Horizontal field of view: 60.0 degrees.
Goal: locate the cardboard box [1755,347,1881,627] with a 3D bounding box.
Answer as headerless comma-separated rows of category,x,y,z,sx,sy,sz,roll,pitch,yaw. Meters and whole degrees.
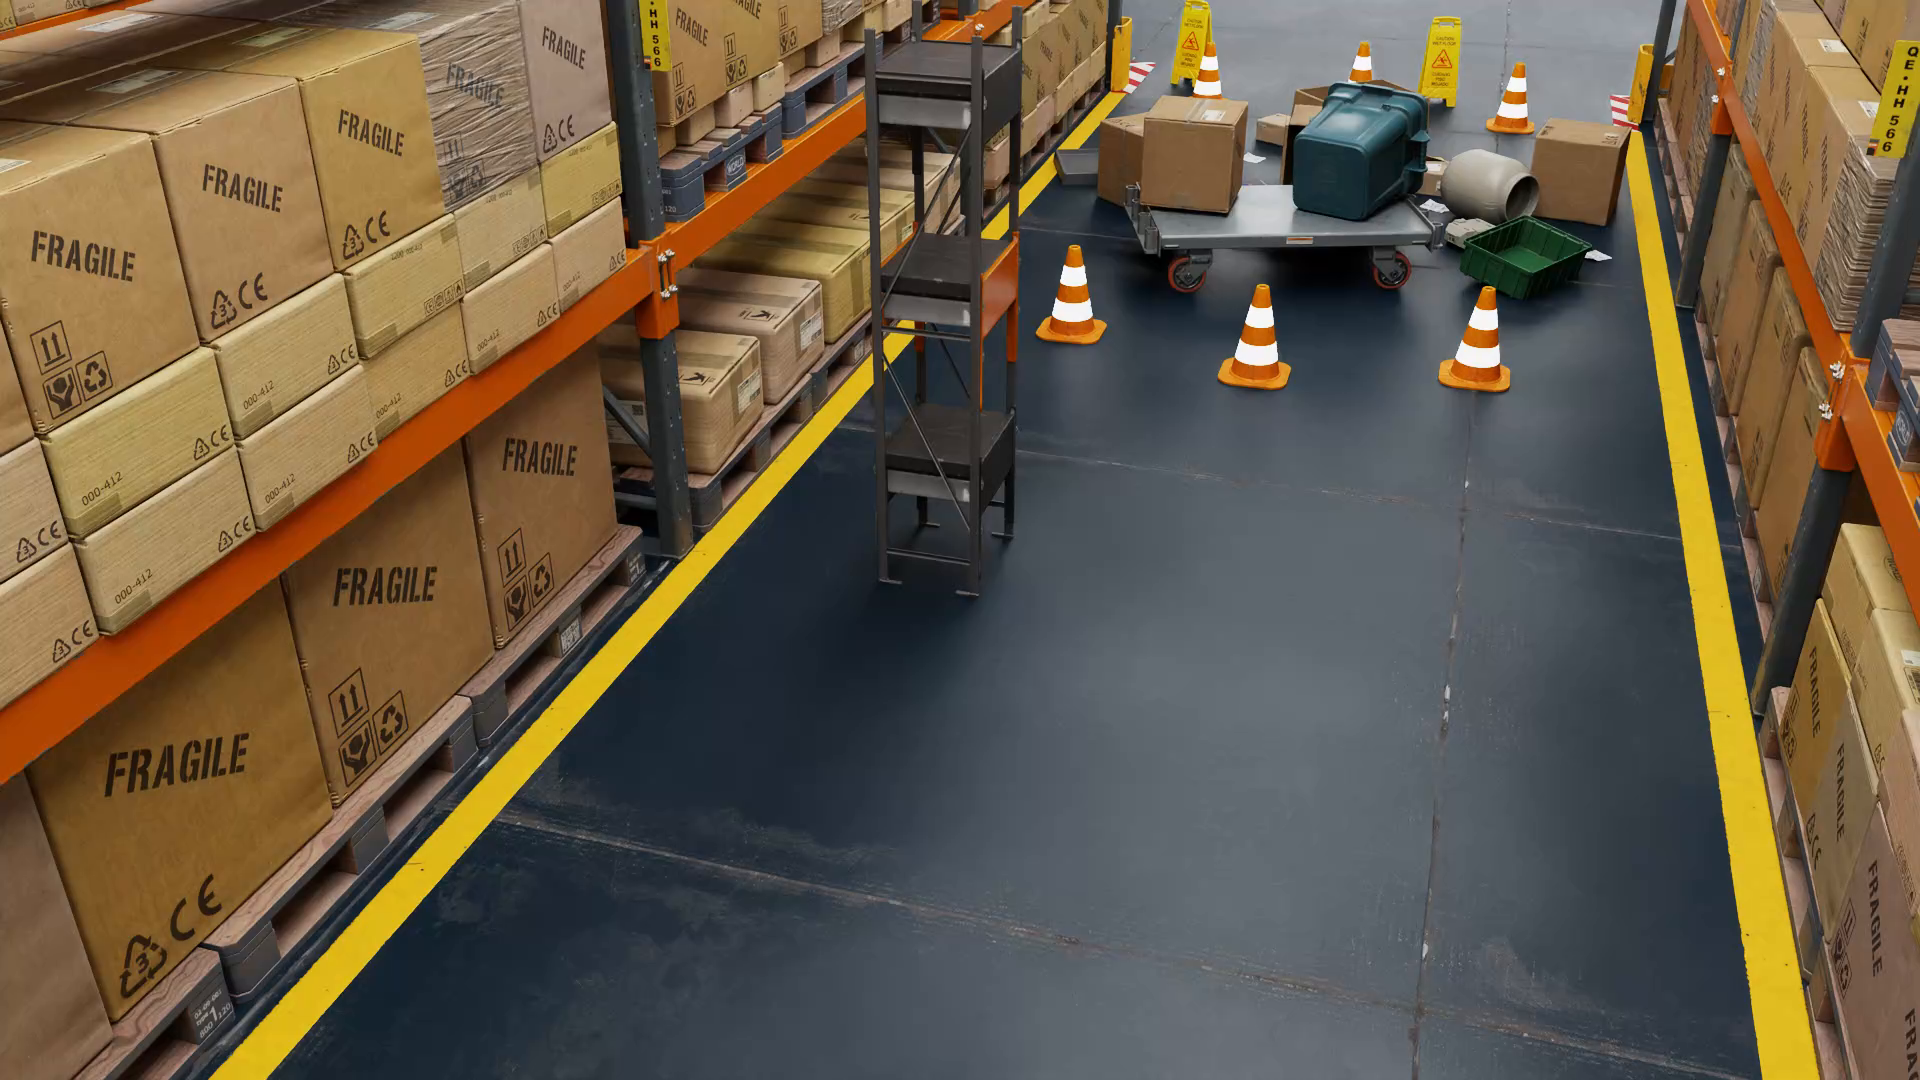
cardboard box,3.462,-0.134,5.788,1.050,0.750,0.750,8,30,14

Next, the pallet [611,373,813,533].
pallet,-1.334,-0.467,7.373,1.003,0.211,1.213,8,30,15

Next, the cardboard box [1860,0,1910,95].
cardboard box,3.634,-1.825,5.815,0.700,0.500,0.500,8,30,14

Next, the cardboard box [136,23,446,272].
cardboard box,-1.761,-1.057,4.432,0.500,0.500,0.500,9,30,15

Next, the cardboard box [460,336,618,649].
cardboard box,-1.847,-0.269,5.902,0.875,0.875,0.875,8,30,14

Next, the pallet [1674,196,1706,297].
pallet,4.669,-1.646,9.492,1.003,0.211,1.213,8,30,15

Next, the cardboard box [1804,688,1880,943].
cardboard box,2.601,0.772,4.417,0.500,0.500,0.500,9,30,15

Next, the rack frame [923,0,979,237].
rack frame,-0.390,-3.182,9.384,1.000,3.000,0.127,8,30,15

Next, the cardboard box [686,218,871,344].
cardboard box,-0.952,-1.315,8.300,0.950,0.372,0.625,10,30,17

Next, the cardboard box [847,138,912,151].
cardboard box,-0.474,-2.477,10.514,0.500,0.250,0.500,10,31,17

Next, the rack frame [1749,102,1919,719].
rack frame,3.197,-0.664,4.857,1.000,3.000,0.127,8,30,15

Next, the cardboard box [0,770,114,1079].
cardboard box,-2.633,0.981,3.654,0.875,0.875,0.875,9,30,16

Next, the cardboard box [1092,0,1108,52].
cardboard box,0.798,-3.941,12.374,0.500,0.500,0.500,9,30,15

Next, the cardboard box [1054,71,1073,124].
cardboard box,0.496,-3.125,11.679,0.500,0.250,0.500,7,30,13

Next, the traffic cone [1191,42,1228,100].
traffic cone,1.891,-3.548,12.652,0.336,0.463,0.334,8,30,15

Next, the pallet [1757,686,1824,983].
pallet,2.966,0.918,4.883,1.003,0.211,1.213,8,30,15

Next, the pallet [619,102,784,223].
pallet,-1.457,-1.586,6.712,1.213,0.211,1.003,8,30,15

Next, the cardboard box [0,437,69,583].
cardboard box,-2.214,-0.028,3.354,0.500,0.250,0.500,9,30,16

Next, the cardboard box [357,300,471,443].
cardboard box,-1.763,-0.514,4.743,0.500,0.250,0.500,8,30,14

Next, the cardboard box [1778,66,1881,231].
cardboard box,3.367,-1.419,6.112,0.500,0.500,0.500,8,30,14

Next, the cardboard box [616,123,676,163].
cardboard box,-1.291,-1.521,6.226,0.380,0.149,0.250,7,30,12

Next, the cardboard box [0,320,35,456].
cardboard box,-2.212,-0.349,3.160,0.500,0.500,0.500,8,30,15

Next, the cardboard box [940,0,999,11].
cardboard box,0.009,-3.173,9.626,0.380,0.149,0.250,8,30,15

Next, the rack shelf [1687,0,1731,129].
rack shelf,4.958,-3.138,10.045,1.077,0.370,4.000,8,30,15

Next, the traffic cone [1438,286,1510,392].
traffic cone,2.534,-1.006,8.083,0.336,0.463,0.334,8,30,15

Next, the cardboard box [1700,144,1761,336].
cardboard box,4.275,-1.422,8.102,1.050,0.750,0.750,8,30,15

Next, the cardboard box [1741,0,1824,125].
cardboard box,3.812,-2.126,7.382,0.500,0.500,0.500,9,30,15

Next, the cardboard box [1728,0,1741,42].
cardboard box,4.468,-2.761,8.474,0.875,0.550,0.550,8,30,15

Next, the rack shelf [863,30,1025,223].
rack shelf,-0.049,-1.440,5.768,0.431,0.518,0.480,8,30,15

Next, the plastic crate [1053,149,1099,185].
plastic crate,0.854,-2.519,11.195,0.402,0.080,0.583,-1,29,-3

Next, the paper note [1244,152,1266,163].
paper note,2.016,-2.642,11.479,0.148,0.019,0.142,20,35,32

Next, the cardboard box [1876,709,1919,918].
cardboard box,2.457,0.667,3.833,0.500,0.250,0.500,9,30,15

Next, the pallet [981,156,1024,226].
pallet,-0.227,-2.281,10.632,1.003,0.211,1.213,8,30,15

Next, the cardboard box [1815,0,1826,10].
cardboard box,4.082,-2.532,7.085,0.700,0.500,0.500,8,30,14

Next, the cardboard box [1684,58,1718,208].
cardboard box,4.884,-2.479,9.875,0.875,0.875,0.875,9,30,15

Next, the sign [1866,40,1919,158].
sign,2.666,-1.247,4.716,0.100,0.325,0.005,8,30,15

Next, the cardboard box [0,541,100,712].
cardboard box,-2.207,0.194,3.470,0.500,0.250,0.500,8,30,14

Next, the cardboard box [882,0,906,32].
cardboard box,-0.484,-2.613,8.189,0.380,0.149,0.250,9,30,15

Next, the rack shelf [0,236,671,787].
rack shelf,-2.151,-0.079,4.547,1.077,0.370,4.000,8,30,15

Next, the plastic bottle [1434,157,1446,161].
plastic bottle,3.227,-2.511,11.200,0.133,0.061,0.283,-1,29,-3

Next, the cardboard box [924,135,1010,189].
cardboard box,0.041,-2.400,10.374,0.500,0.250,0.500,7,30,13

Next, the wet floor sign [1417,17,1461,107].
wet floor sign,3.661,-3.649,12.645,0.267,0.644,0.232,3,29,6

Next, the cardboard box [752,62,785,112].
cardboard box,-0.951,-1.893,6.894,0.380,0.149,0.250,9,30,15

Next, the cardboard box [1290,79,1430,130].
cardboard box,2.688,-2.772,11.216,0.797,0.503,0.637,-12,31,-20

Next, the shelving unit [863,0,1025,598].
shelving unit,-0.049,-0.841,6.101,0.431,2.100,0.503,8,30,15

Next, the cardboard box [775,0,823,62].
cardboard box,-0.915,-2.347,7.043,0.500,0.500,0.500,9,30,16

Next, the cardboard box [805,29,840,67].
cardboard box,-0.771,-2.265,7.563,0.380,0.149,0.250,9,30,16

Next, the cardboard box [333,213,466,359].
cardboard box,-1.741,-0.735,4.626,0.500,0.250,0.500,8,30,14

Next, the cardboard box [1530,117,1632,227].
cardboard box,3.846,-2.299,10.366,0.500,0.500,0.500,14,32,23

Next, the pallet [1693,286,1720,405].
pallet,4.217,-0.935,8.213,1.003,0.211,1.213,8,30,15

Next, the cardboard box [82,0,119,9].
cardboard box,-5.177,-3.317,9.781,0.500,0.250,0.500,8,30,15

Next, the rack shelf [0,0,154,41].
rack shelf,-5.724,-2.645,9.159,1.077,0.370,4.000,8,30,15

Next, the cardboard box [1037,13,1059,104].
cardboard box,0.341,-3.218,11.075,0.500,0.500,0.500,10,31,17

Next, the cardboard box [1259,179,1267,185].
cardboard box,1.901,-2.060,10.179,0.258,0.266,0.396,-12,31,-20

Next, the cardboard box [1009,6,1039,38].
cardboard box,0.284,-3.299,10.553,0.380,0.149,0.250,10,31,17

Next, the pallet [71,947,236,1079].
pallet,-2.584,1.385,4.043,1.003,0.211,1.213,8,30,15

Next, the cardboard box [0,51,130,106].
cardboard box,-2.397,-0.905,4.160,0.500,0.500,0.500,9,30,16
